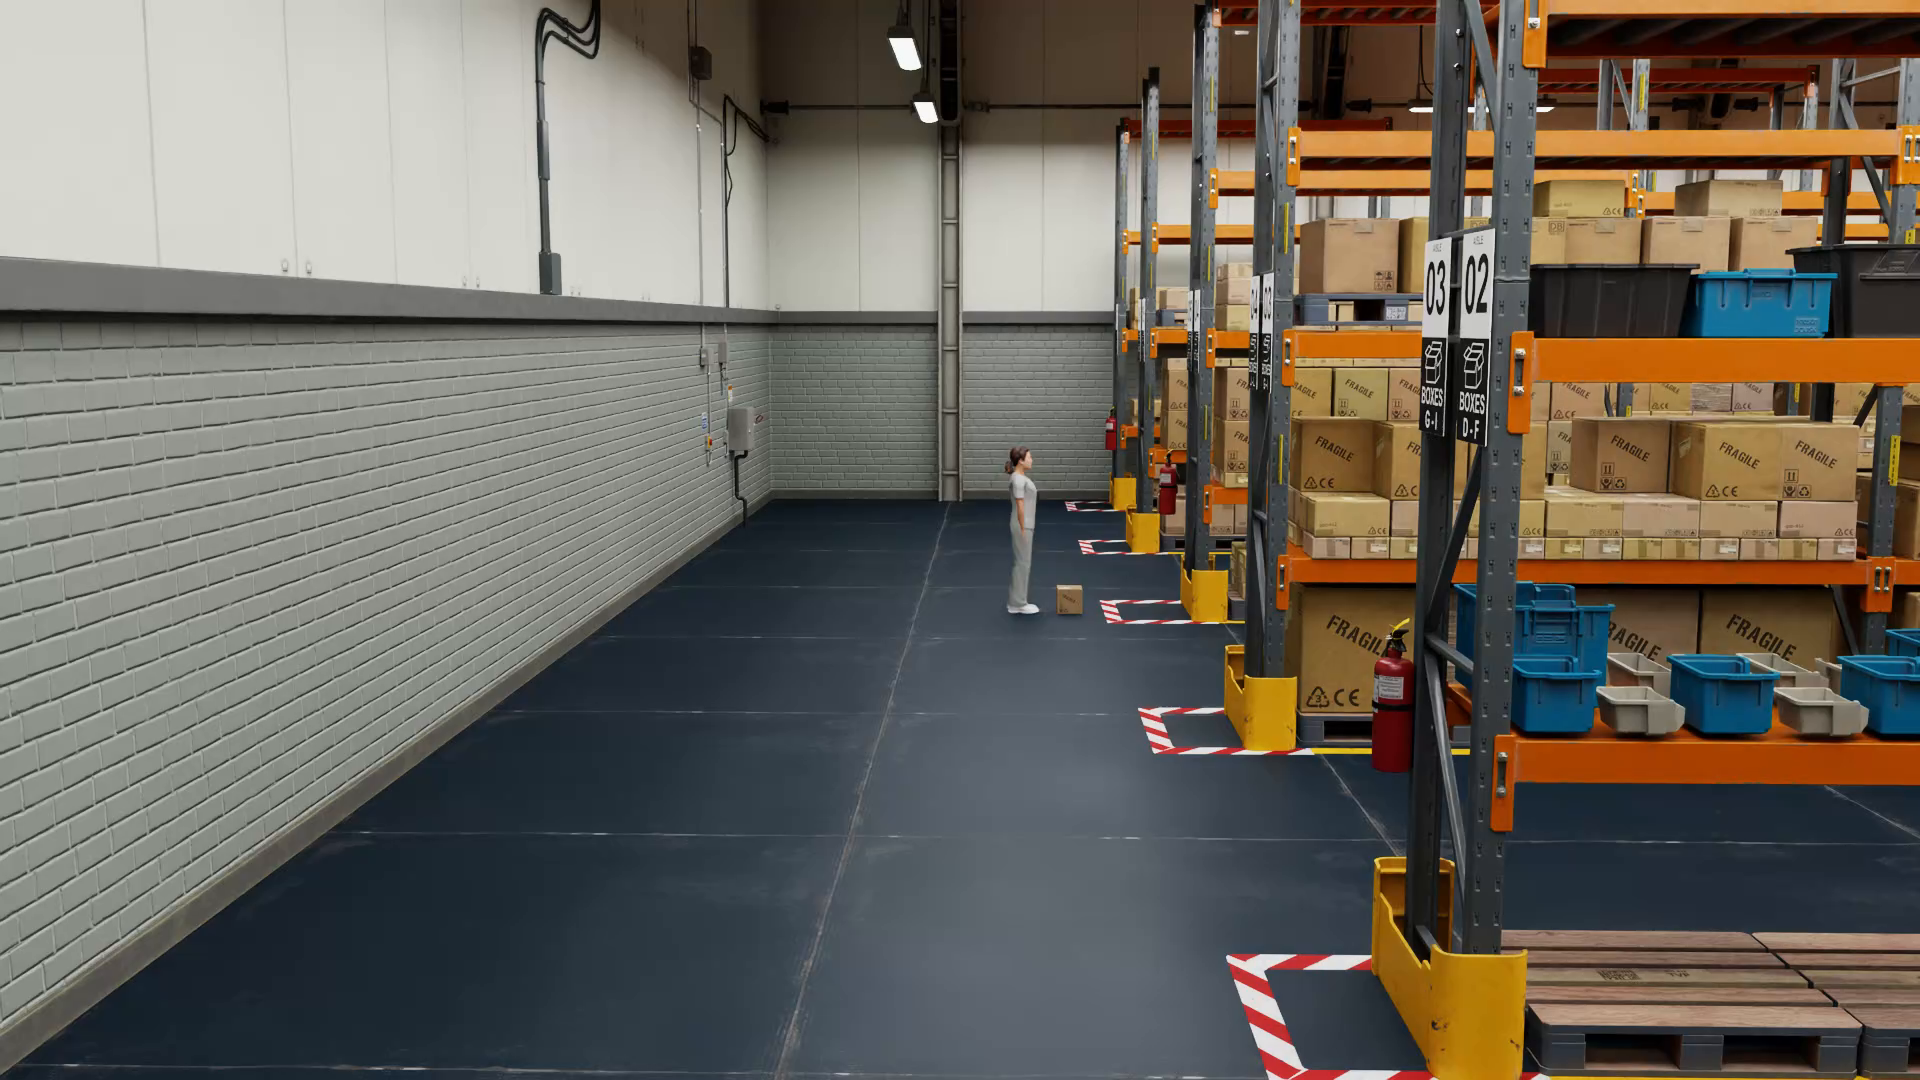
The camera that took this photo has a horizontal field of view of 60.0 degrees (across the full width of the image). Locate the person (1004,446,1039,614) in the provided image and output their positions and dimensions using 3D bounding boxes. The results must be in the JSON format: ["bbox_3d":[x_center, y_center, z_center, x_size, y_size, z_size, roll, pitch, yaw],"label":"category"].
[{"bbox_3d":[0.612,-0.103,16.641,0.359,1.677,0.437,0,7,3],"label":"person"}]
